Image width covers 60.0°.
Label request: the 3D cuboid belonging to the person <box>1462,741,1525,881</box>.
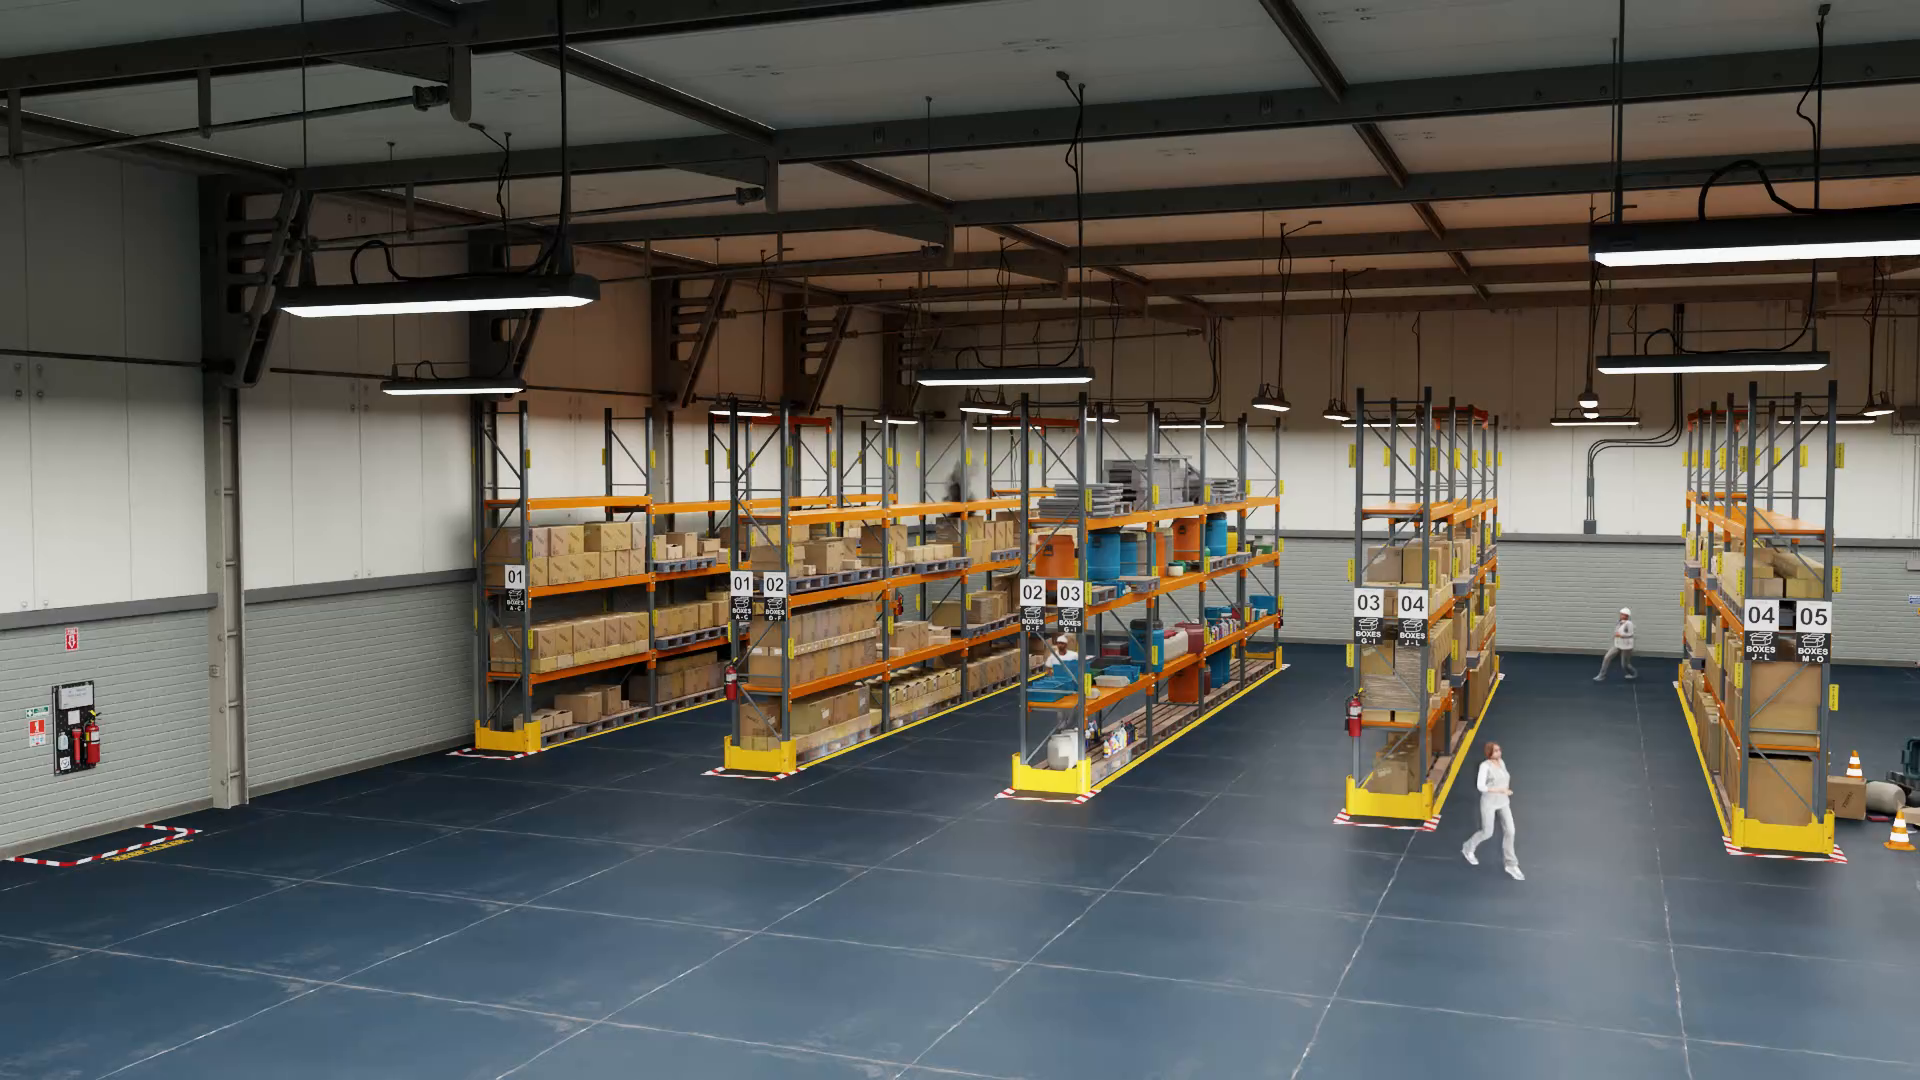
[{"bbox_3d":[6.434,3.224,20.052,0.548,1.610,0.868,-1,3,-28],"label":"person"}]

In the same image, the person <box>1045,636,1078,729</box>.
[{"bbox_3d":[1.878,2.638,30.675,0.691,1.724,0.586,1,3,24],"label":"person"}]

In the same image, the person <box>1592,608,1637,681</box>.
[{"bbox_3d":[14.849,2.357,37.319,1.081,1.641,0.693,-1,3,-20],"label":"person"}]

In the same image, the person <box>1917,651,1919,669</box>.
[{"bbox_3d":[21.043,2.451,35.986,0.526,1.622,0.649,1,3,26],"label":"person"}]
